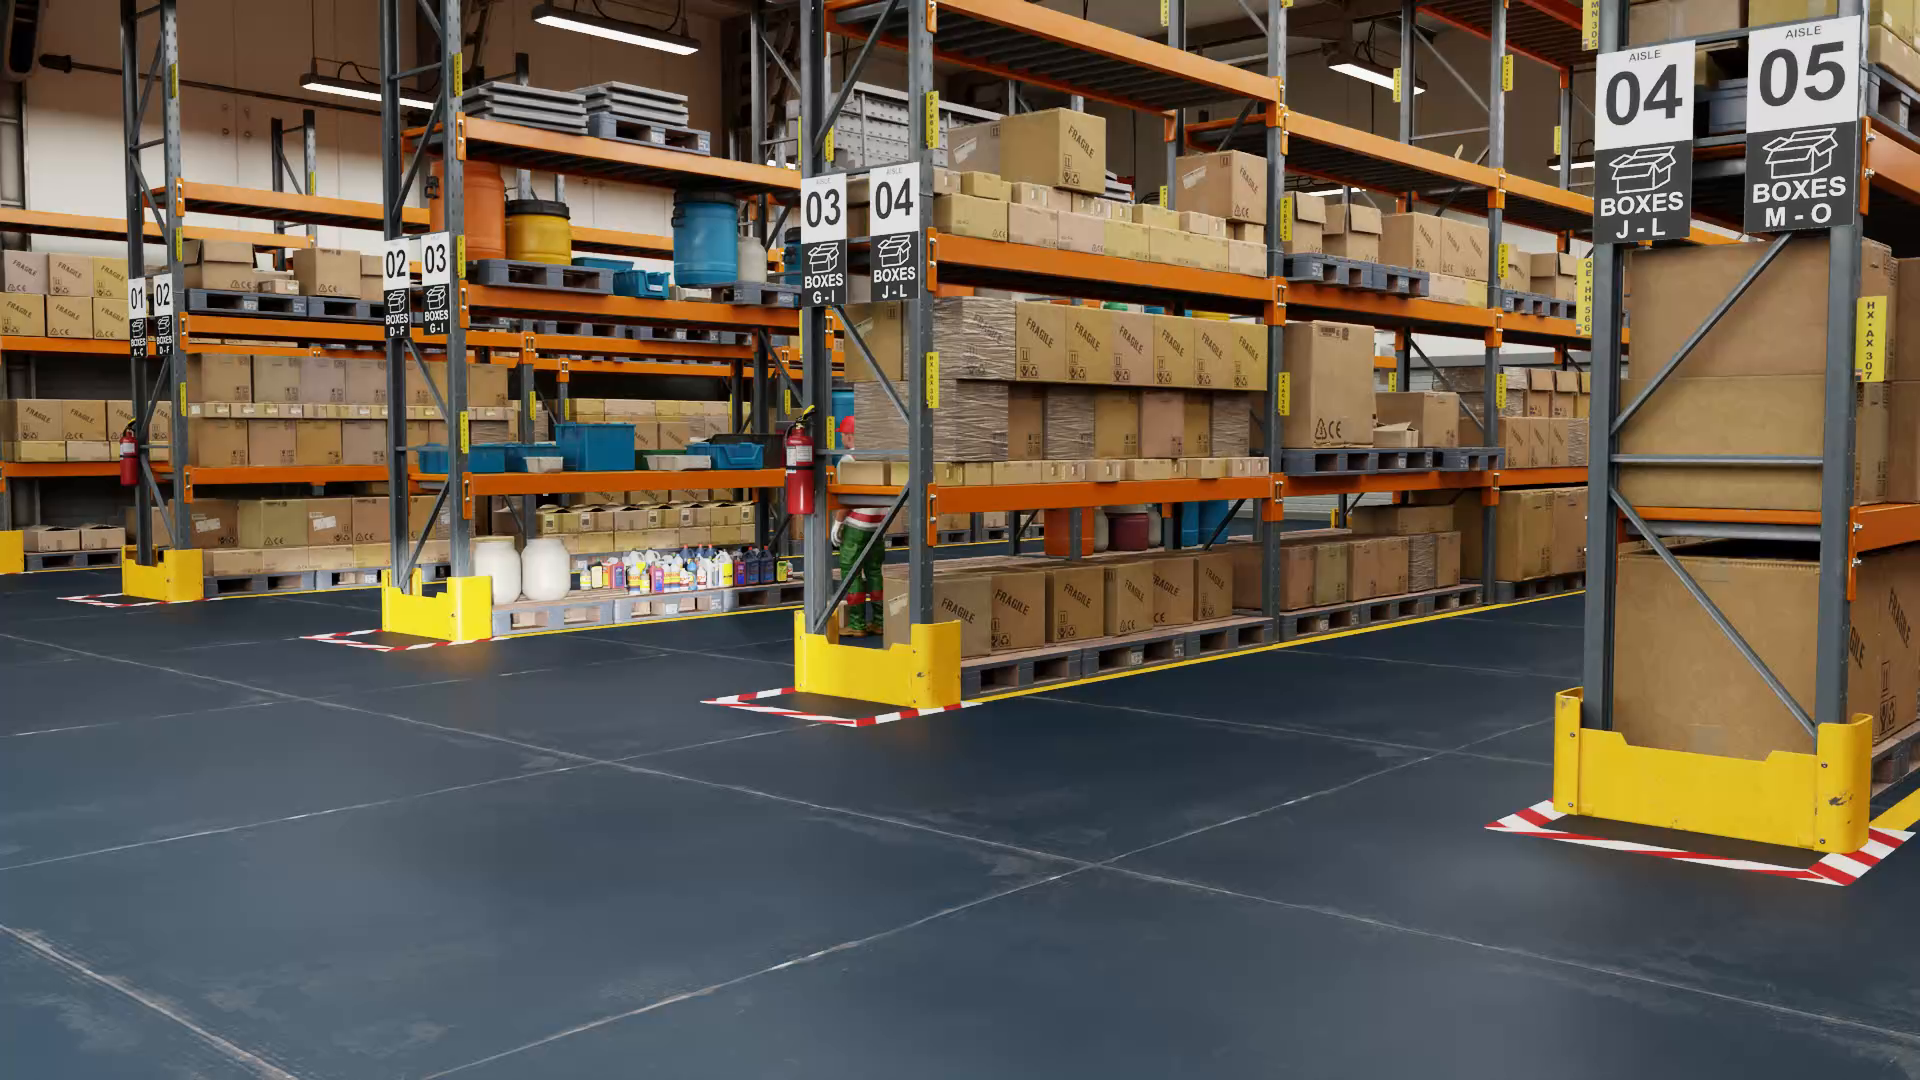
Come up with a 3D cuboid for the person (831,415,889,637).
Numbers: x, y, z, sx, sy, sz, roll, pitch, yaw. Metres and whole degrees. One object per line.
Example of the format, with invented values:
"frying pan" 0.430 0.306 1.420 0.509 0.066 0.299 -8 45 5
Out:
"person" -0.808 -0.116 13.430 0.446 1.780 0.620 3 4 38
